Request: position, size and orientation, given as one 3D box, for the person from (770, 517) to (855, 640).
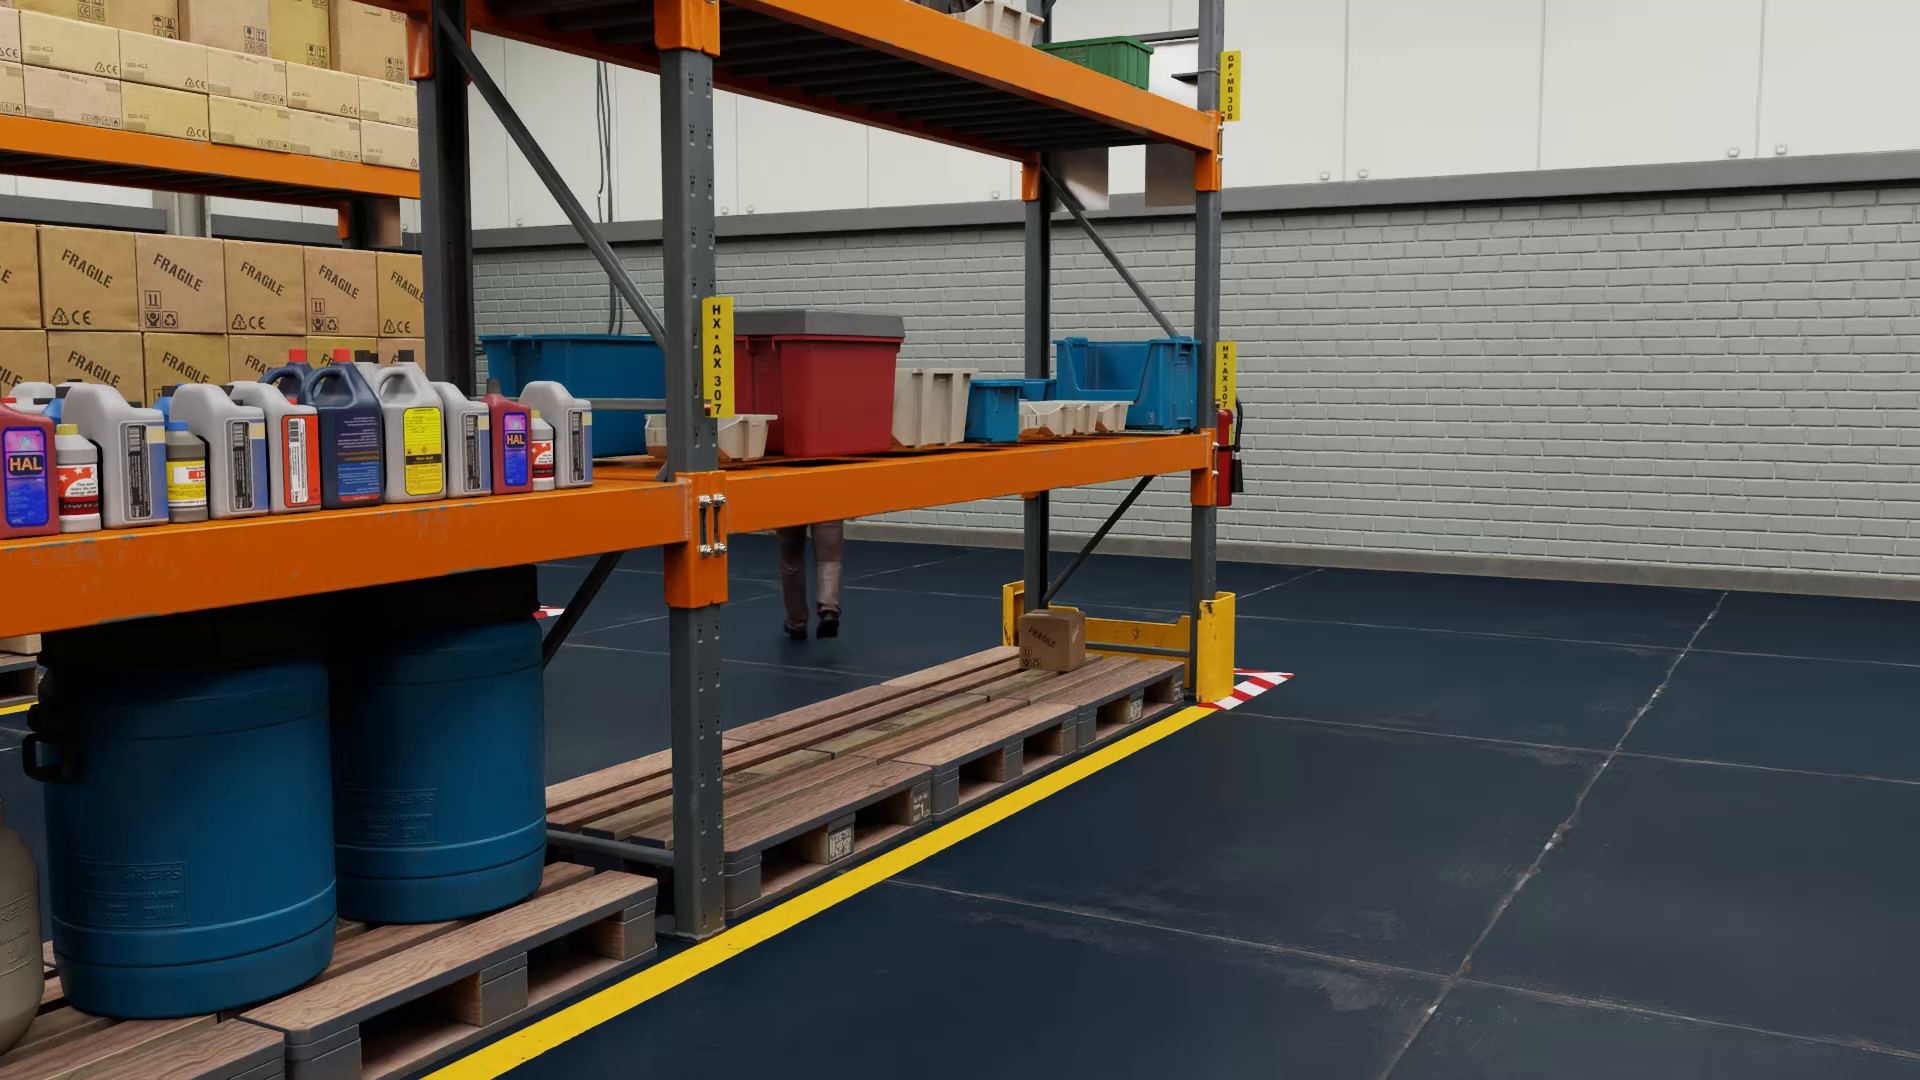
[{"bbox_3d":[-0.852,-0.225,9.610,0.561,1.686,0.963,-1,6,-8],"label":"person"}]
